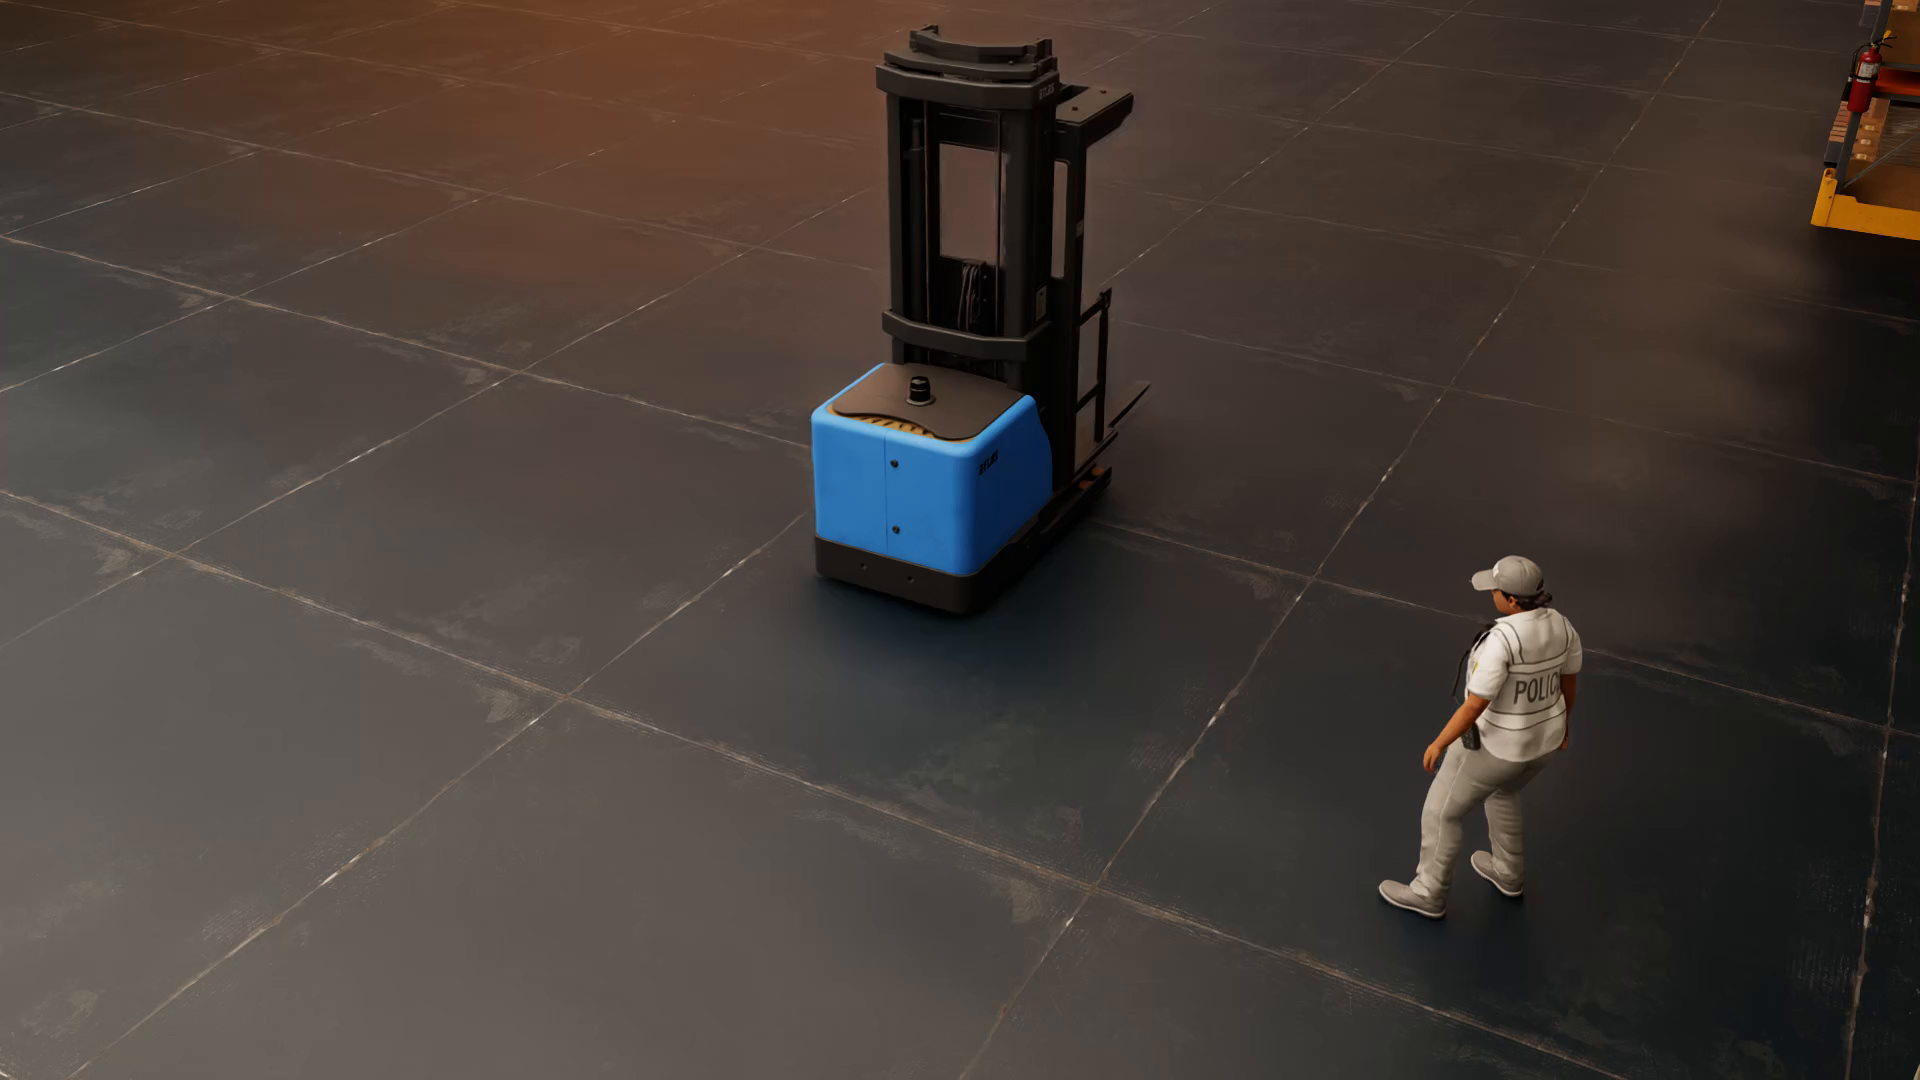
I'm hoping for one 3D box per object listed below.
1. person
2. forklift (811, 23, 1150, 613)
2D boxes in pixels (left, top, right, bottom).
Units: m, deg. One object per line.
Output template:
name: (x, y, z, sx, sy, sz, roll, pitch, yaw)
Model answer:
person: (2.234, 0.815, 6.956, 0.757, 1.640, 0.454, -17, 34, -27)
forklift: (0.302, -1.574, 9.798, 1.130, 2.935, 3.031, 15, 33, 24)
